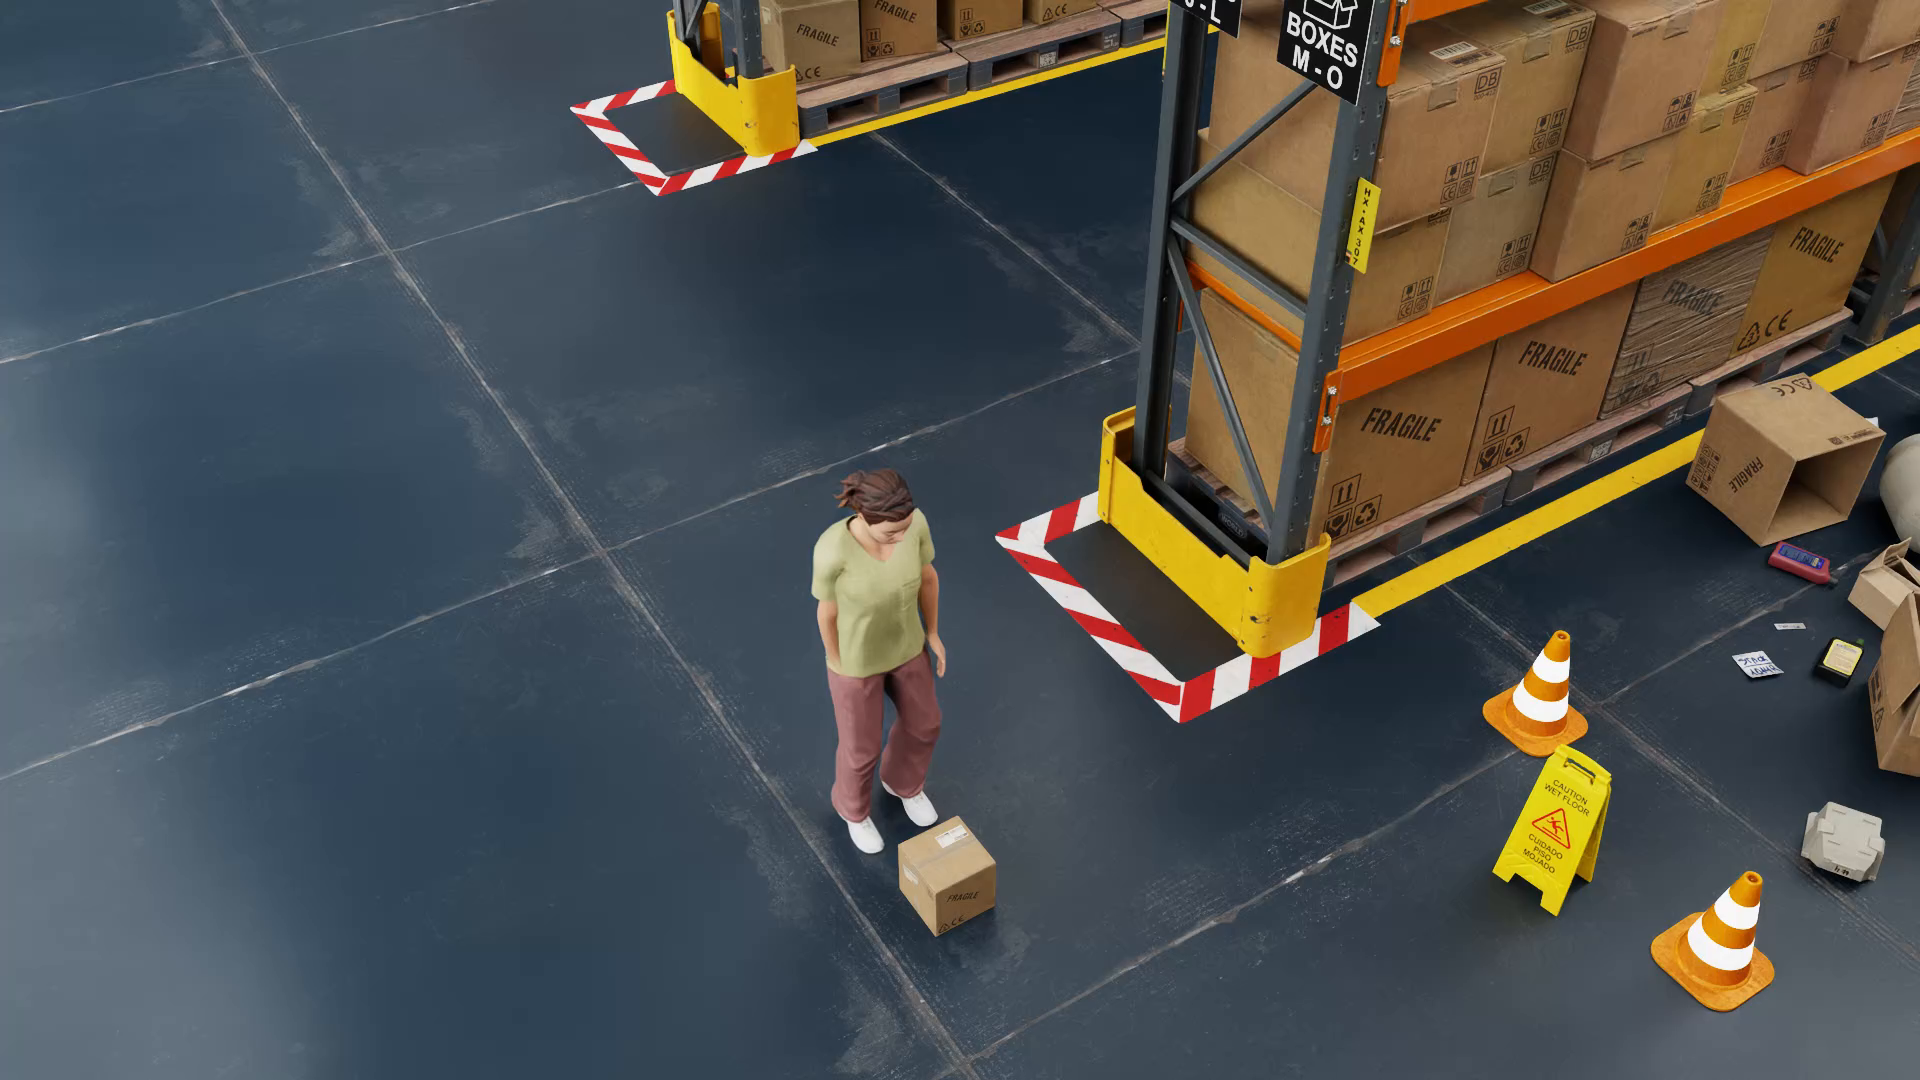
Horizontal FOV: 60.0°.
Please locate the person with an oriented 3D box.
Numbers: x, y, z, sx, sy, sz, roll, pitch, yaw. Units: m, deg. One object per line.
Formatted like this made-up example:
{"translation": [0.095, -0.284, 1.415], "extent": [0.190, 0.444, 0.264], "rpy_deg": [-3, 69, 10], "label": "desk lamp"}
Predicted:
{"translation": [-0.266, 0.390, 5.731], "extent": [0.458, 1.659, 0.351], "rpy_deg": [-22, 45, -23], "label": "person"}
